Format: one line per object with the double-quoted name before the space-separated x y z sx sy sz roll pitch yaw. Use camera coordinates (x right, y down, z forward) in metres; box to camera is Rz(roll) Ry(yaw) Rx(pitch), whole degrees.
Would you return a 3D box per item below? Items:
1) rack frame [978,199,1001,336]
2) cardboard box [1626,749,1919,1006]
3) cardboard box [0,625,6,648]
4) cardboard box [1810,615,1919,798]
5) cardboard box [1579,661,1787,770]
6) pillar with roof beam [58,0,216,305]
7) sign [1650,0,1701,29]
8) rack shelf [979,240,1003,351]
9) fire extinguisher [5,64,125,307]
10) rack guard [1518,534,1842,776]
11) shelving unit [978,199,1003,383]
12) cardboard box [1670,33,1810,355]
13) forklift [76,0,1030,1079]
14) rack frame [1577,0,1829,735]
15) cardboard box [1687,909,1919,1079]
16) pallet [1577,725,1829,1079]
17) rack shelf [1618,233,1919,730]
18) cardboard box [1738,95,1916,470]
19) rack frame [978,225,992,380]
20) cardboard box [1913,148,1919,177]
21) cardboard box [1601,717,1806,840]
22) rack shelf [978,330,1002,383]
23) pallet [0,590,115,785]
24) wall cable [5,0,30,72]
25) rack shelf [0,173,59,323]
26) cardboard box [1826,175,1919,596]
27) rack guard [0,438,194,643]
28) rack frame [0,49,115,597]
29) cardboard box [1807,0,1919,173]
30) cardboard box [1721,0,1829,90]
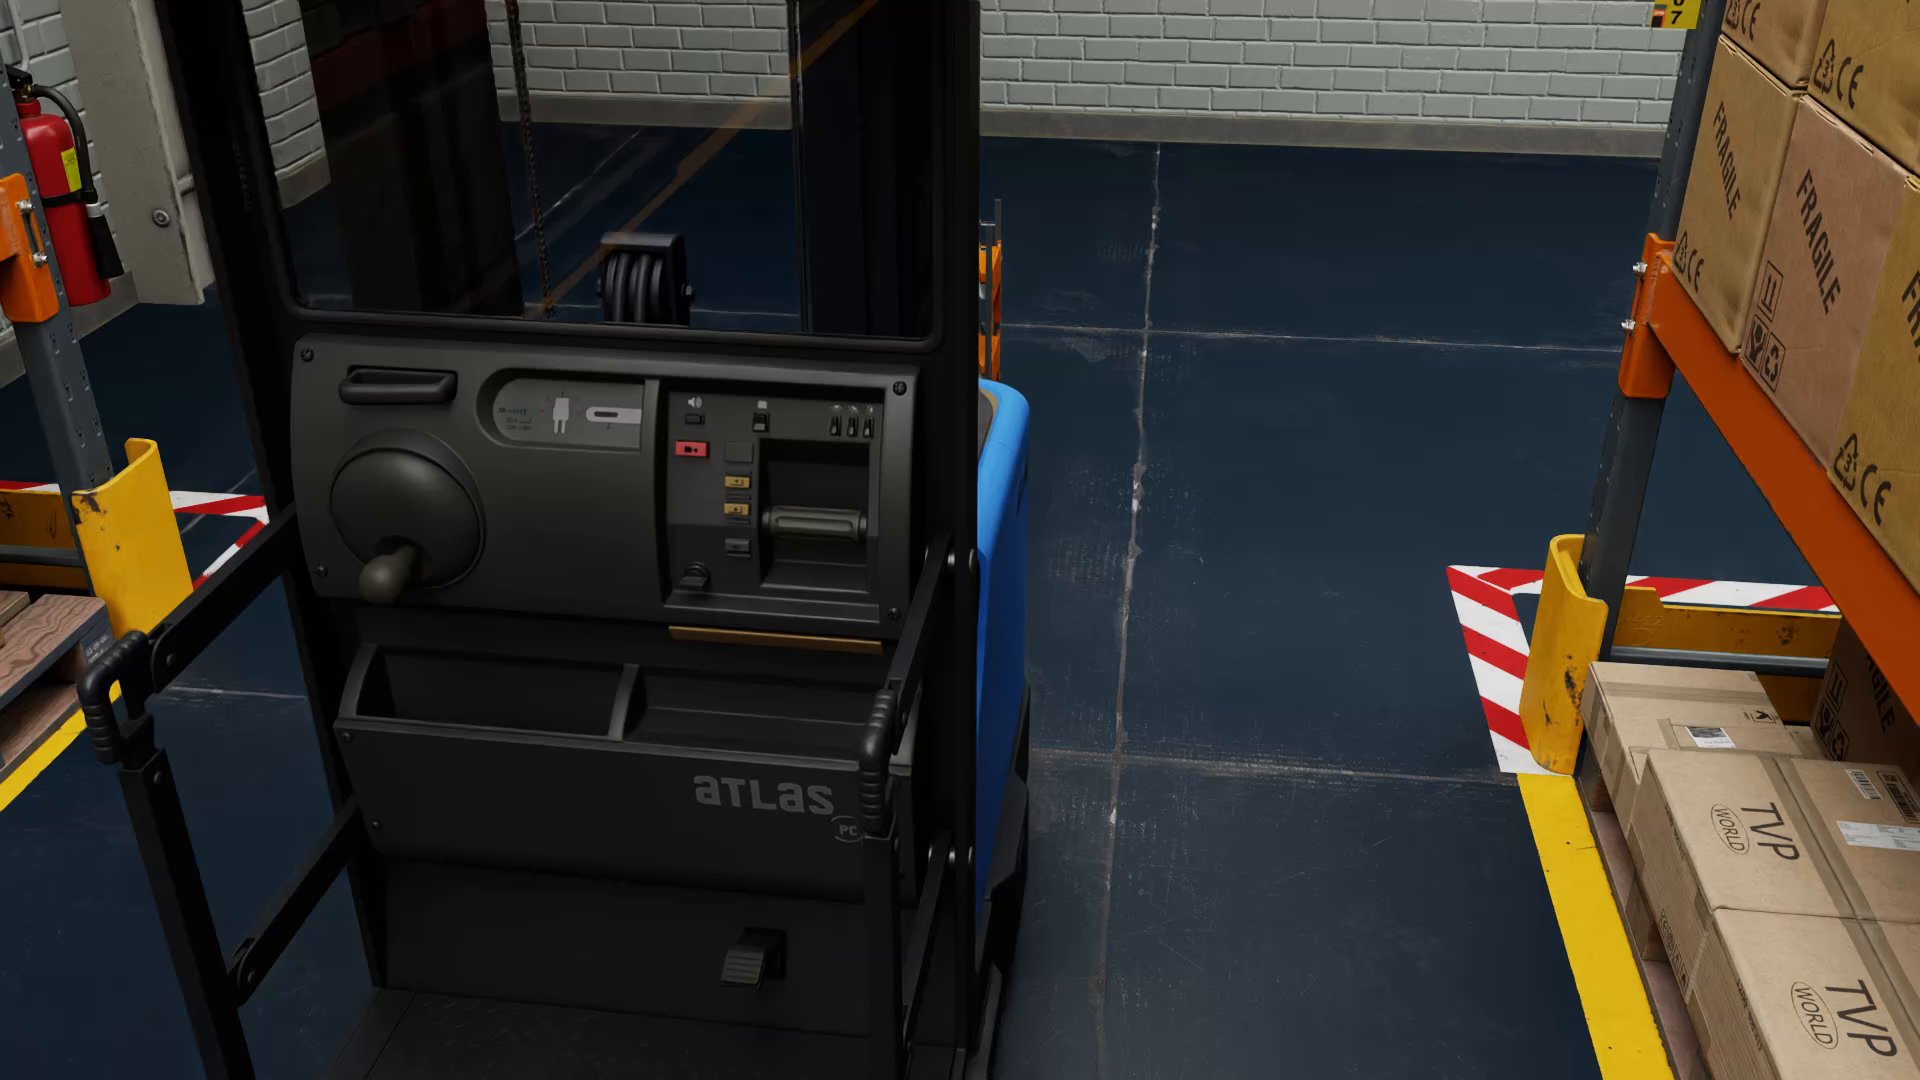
"rack frame" 0.022 -0.545 5.154 0.200 1.050 0.008 3 28 6
"cardboard box" 1.649 0.672 3.275 0.500 0.250 0.500 3 28 6
"cardboard box" -2.845 0.145 4.011 0.700 0.500 0.500 3 28 6
"cardboard box" 2.237 0.357 3.596 0.500 0.500 0.500 3 28 6
"cardboard box" 1.666 0.419 3.852 0.380 0.149 0.250 3 28 6
"pillar with roof beam" 0.887 -4.818 4.705 9.100 9.000 0.400 3 28 6
"sign" 1.520 -1.232 3.462 0.100 0.325 0.005 3 28 6
"rack shelf" 0.007 -0.728 4.918 0.215 0.259 0.240 3 28 6
"fire extinguisher" -2.382 -0.952 4.329 0.296 0.674 0.183 3 28 6
"rack guard" 2.049 0.317 4.135 1.175 0.500 0.348 3 28 6
"shelving unit" 0.007 -0.487 5.048 0.215 1.050 0.252 3 28 6
"cardboard box" 1.743 -0.670 3.226 0.500 0.500 0.500 4 29 7
"forklift" -0.552 -0.038 2.230 1.130 2.935 3.031 4 29 7
"rack frame" 2.059 -0.820 3.609 1.000 3.000 0.127 3 28 6
"cardboard box" 1.588 0.907 2.838 0.500 0.250 0.500 3 28 6
"pallet" 1.953 0.819 3.507 1.003 0.211 1.213 3 28 6
"rack shelf" 1.814 0.439 2.032 1.077 0.370 4.000 3 28 6
"cardboard box" 1.685 -0.427 2.774 0.500 0.500 0.500 3 28 6
"rack frame" -0.008 -0.430 4.941 0.200 1.050 0.008 3 28 6
"cardboard box" 1.620 -0.629 2.094 0.500 0.500 0.500 4 29 7
"cardboard box" 1.636 0.529 3.629 0.380 0.166 0.250 3 28 6
"rack shelf" 0.007 -0.478 5.053 0.215 0.259 0.240 3 28 6
"pallet" -2.878 0.503 4.094 1.003 0.211 1.213 3 28 6
"wall cable" -3.640 -2.211 5.120 0.084 1.984 1.851 3 28 6
"rack shelf" -3.103 0.152 2.563 1.077 0.370 4.000 3 28 6
"cardboard box" 1.620 -0.191 2.336 0.500 0.500 0.500 3 28 6
"rack guard" -2.855 -0.017 4.754 1.175 0.500 0.348 3 28 6
"rack frame" -2.858 -1.106 4.140 1.000 3.000 0.127 3 28 6
"cardboard box" 1.686 -0.864 2.531 0.500 0.500 0.500 4 29 7
"cardboard box" 1.743 -1.110 2.989 0.500 0.500 0.500 4 29 8
